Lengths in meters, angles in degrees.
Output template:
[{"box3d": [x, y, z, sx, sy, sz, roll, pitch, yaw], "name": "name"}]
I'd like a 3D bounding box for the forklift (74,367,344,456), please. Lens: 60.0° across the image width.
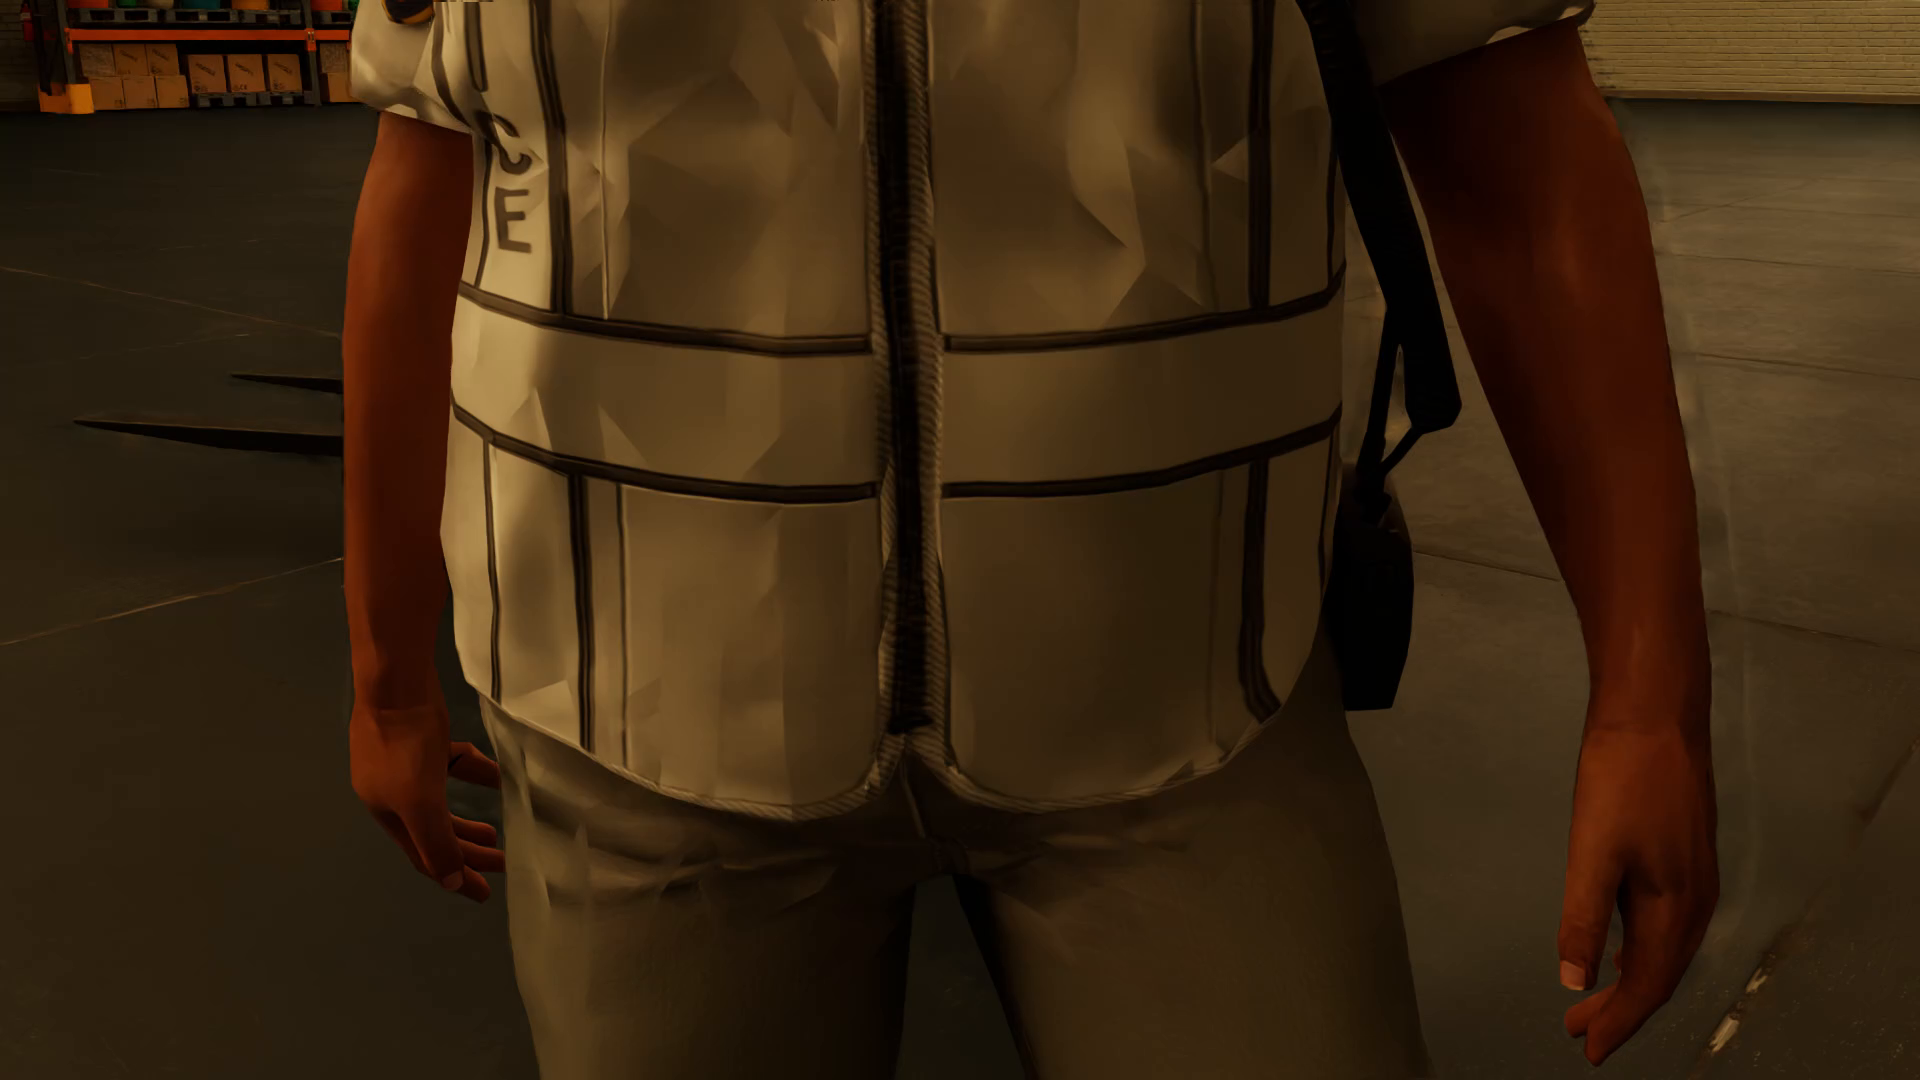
[{"box3d": [-0.674, -1.479, 3.769, 3.031, 2.935, 1.130, 4, 17, 13], "name": "forklift"}]
